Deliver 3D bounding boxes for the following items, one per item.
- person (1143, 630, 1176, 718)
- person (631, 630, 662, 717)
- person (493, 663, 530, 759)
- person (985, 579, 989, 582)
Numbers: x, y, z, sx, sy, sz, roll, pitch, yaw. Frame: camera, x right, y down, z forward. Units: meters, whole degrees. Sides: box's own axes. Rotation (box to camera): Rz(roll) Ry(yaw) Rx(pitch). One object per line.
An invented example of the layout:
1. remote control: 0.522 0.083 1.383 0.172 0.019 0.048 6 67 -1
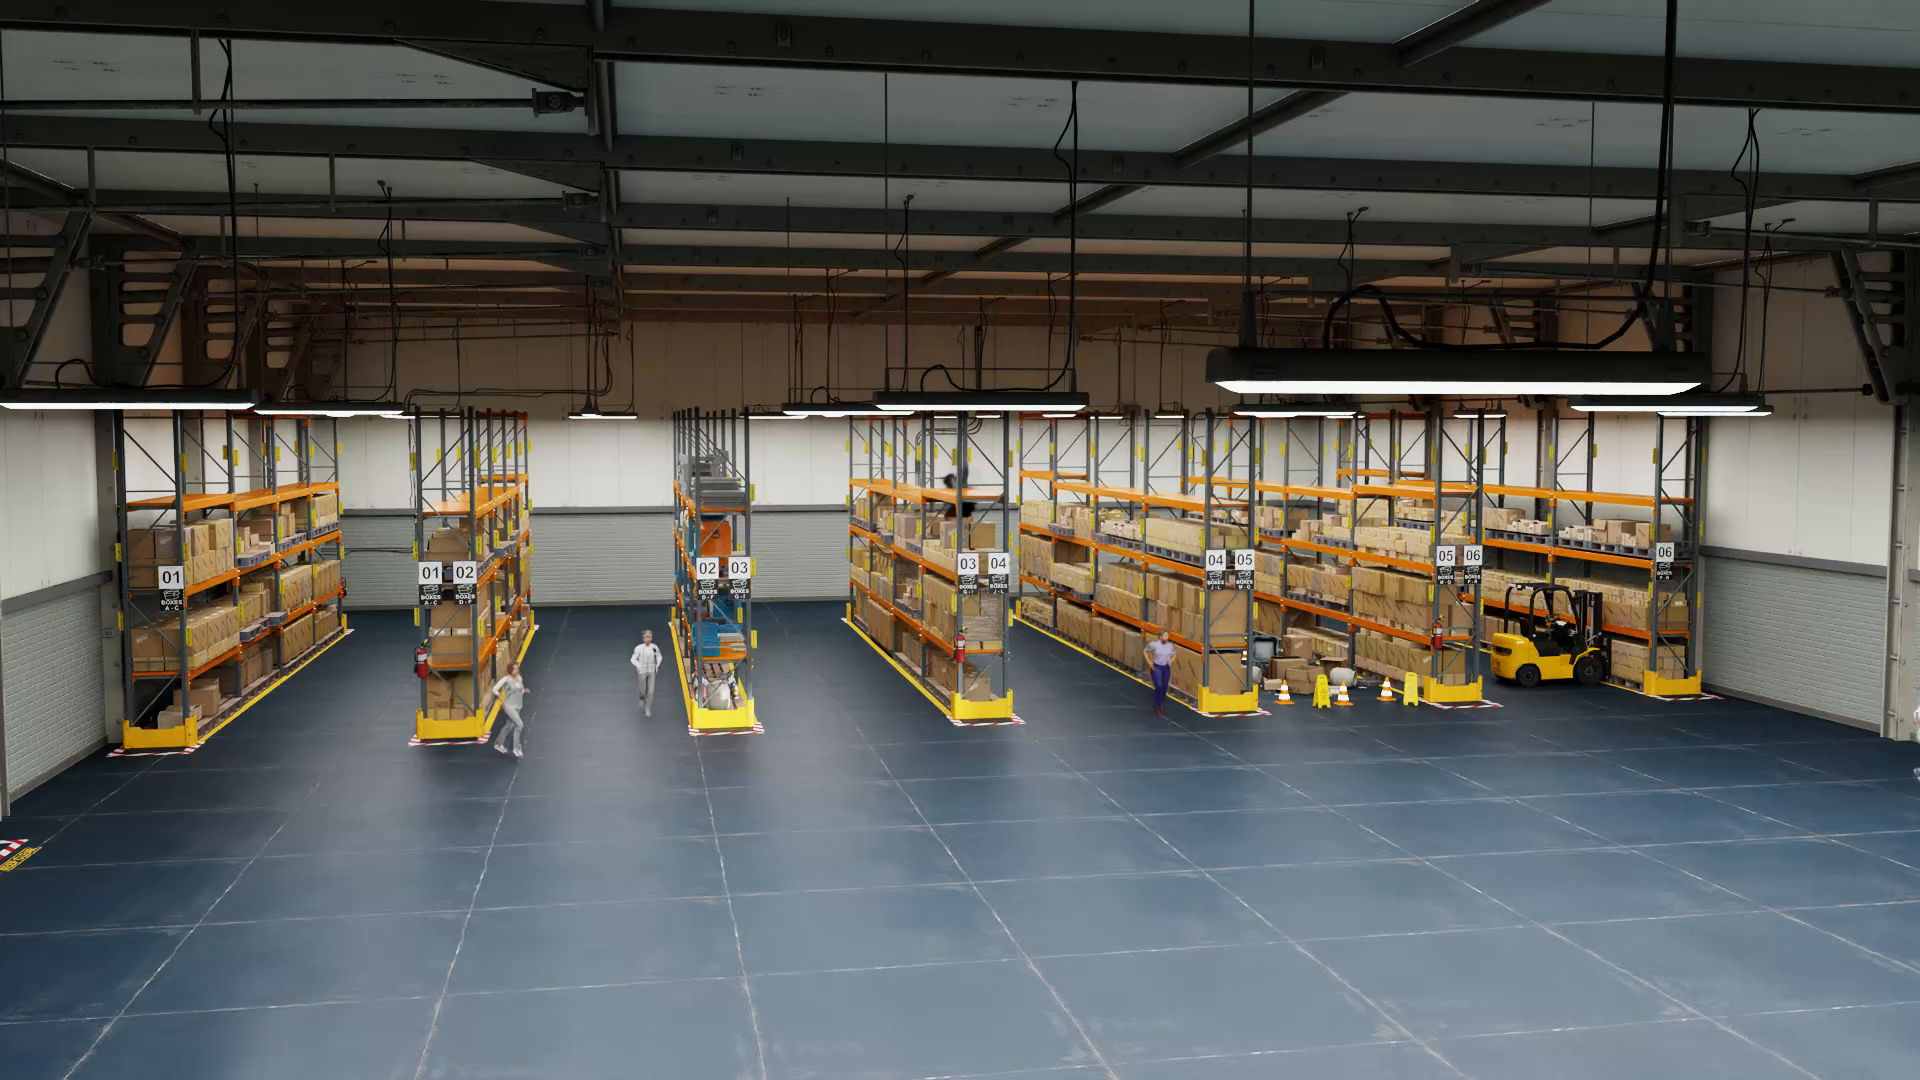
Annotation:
1. person: 3.957 2.606 32.559 0.607 1.676 0.780 -2 4 -21
2. person: -6.102 2.579 32.446 0.611 1.670 0.720 -1 4 -20
3. person: -7.665 2.911 28.453 0.721 1.650 0.509 2 4 23
4. person: 0.408 1.375 48.825 0.924 1.717 0.701 -3 5 -40
